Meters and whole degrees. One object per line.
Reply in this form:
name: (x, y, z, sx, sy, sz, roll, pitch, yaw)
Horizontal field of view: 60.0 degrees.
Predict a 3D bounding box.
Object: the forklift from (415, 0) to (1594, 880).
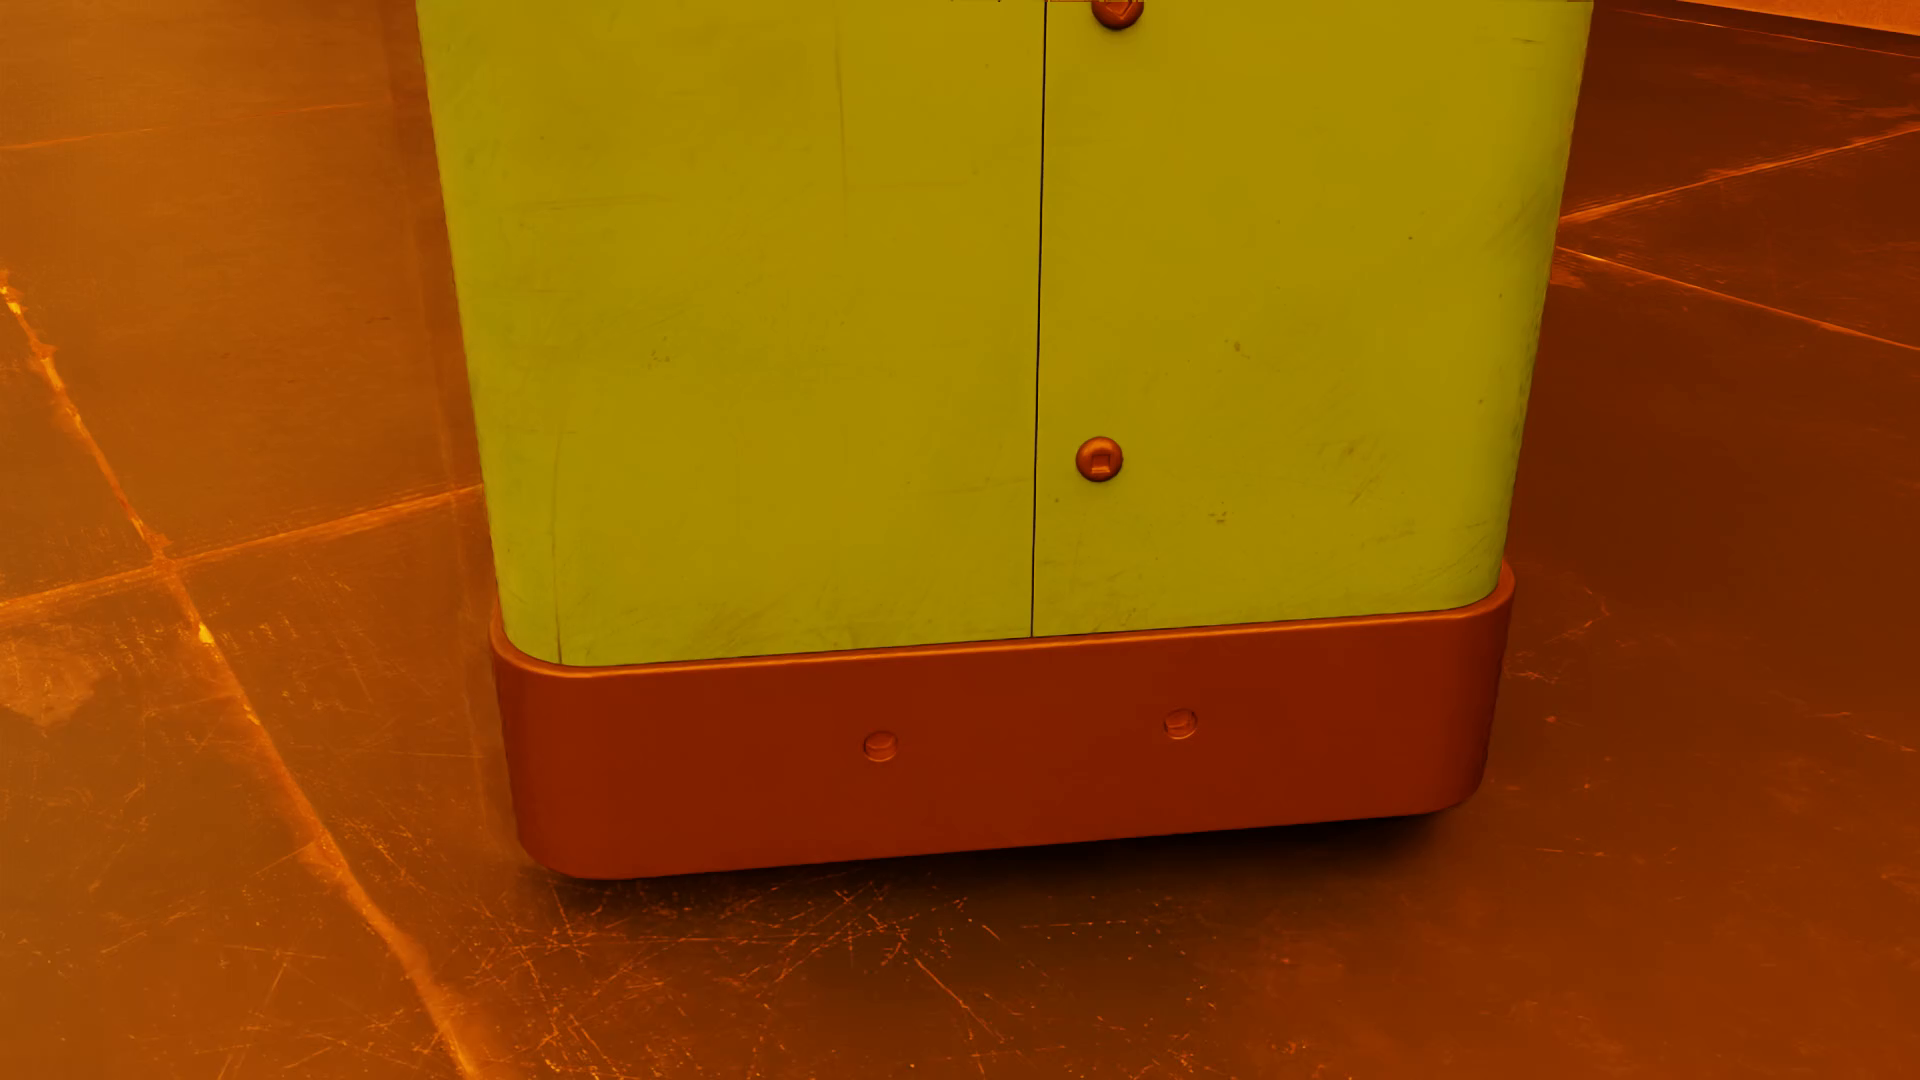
forklift: (-0.127, -1.603, 2.427, 1.130, 2.935, 3.031, -3, 27, -7)
